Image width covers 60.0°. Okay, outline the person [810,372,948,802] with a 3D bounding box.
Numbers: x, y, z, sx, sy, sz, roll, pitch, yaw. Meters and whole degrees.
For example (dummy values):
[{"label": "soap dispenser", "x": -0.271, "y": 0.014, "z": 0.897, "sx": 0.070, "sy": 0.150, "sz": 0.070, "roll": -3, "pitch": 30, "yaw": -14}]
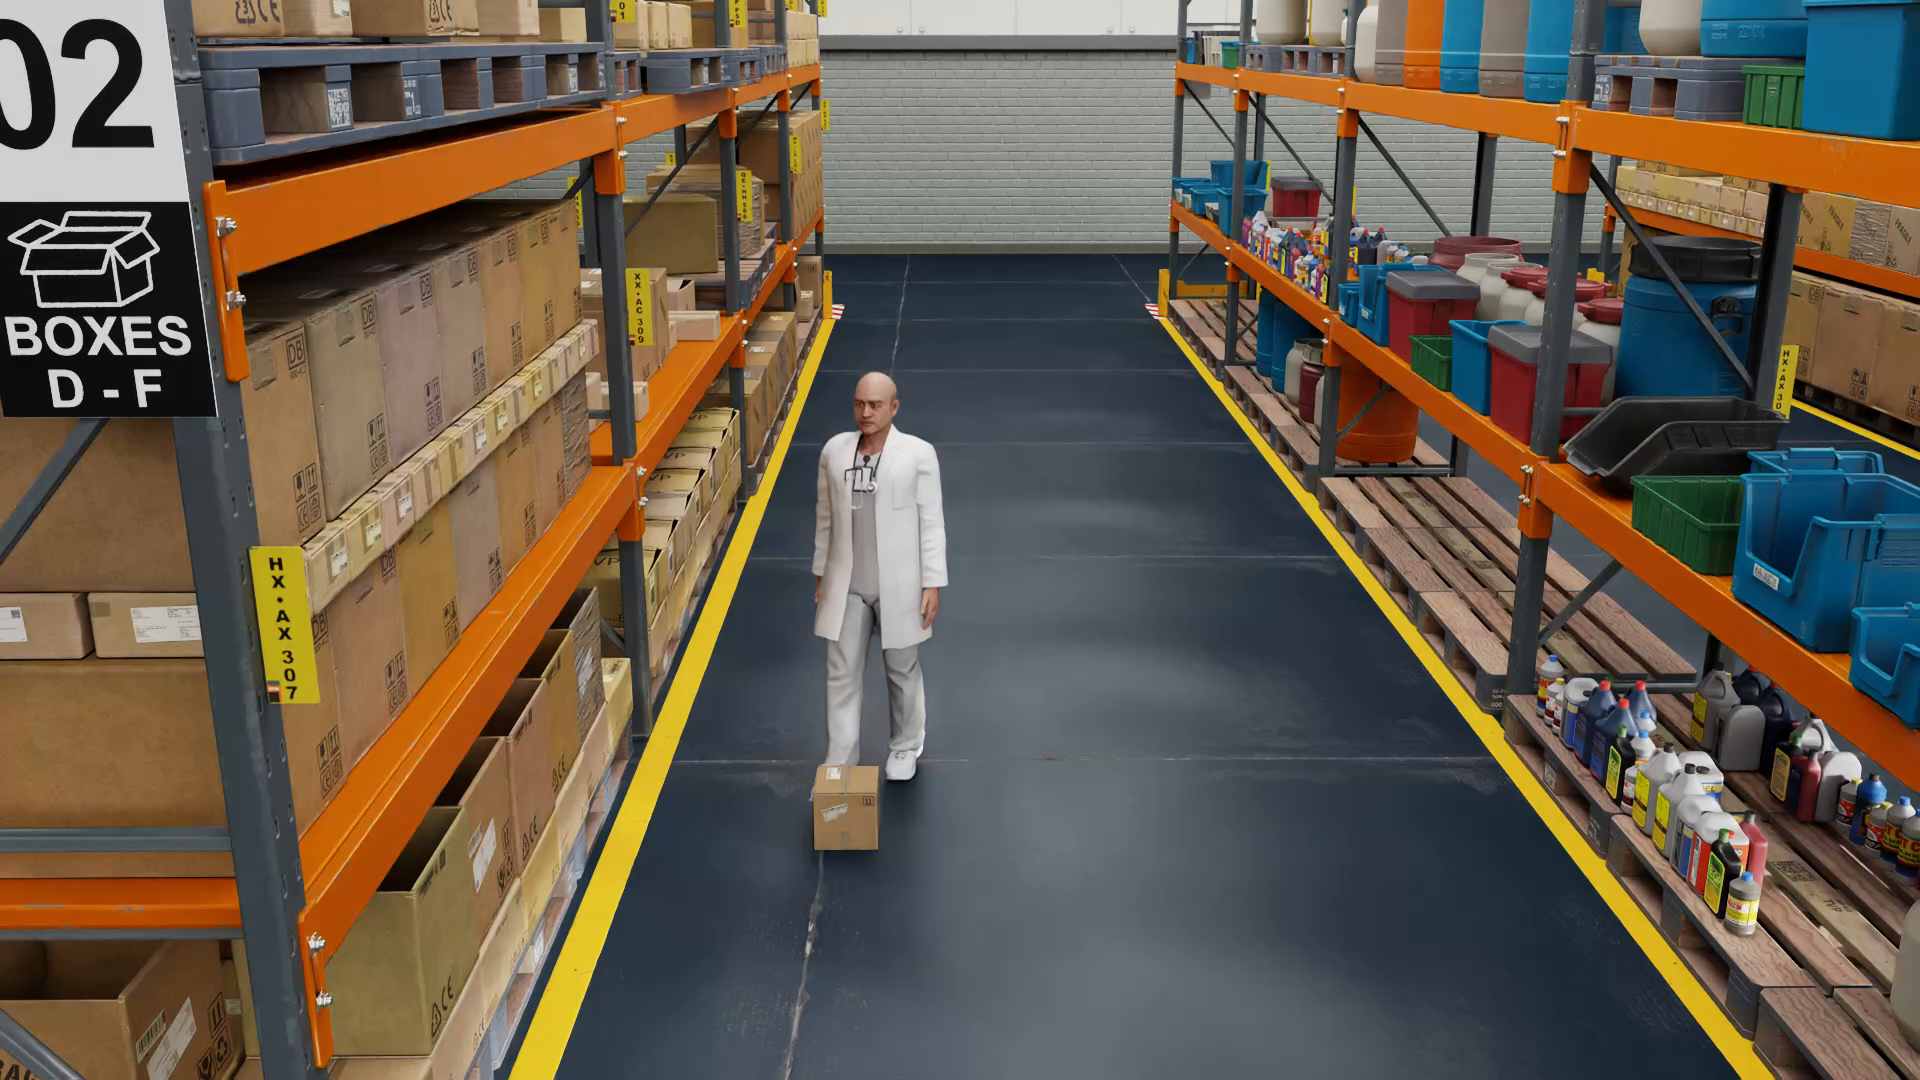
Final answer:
[{"label": "person", "x": -0.364, "y": 0.218, "z": 6.866, "sx": 0.613, "sy": 1.758, "sz": 0.798, "roll": 4, "pitch": 17, "yaw": 13}]
